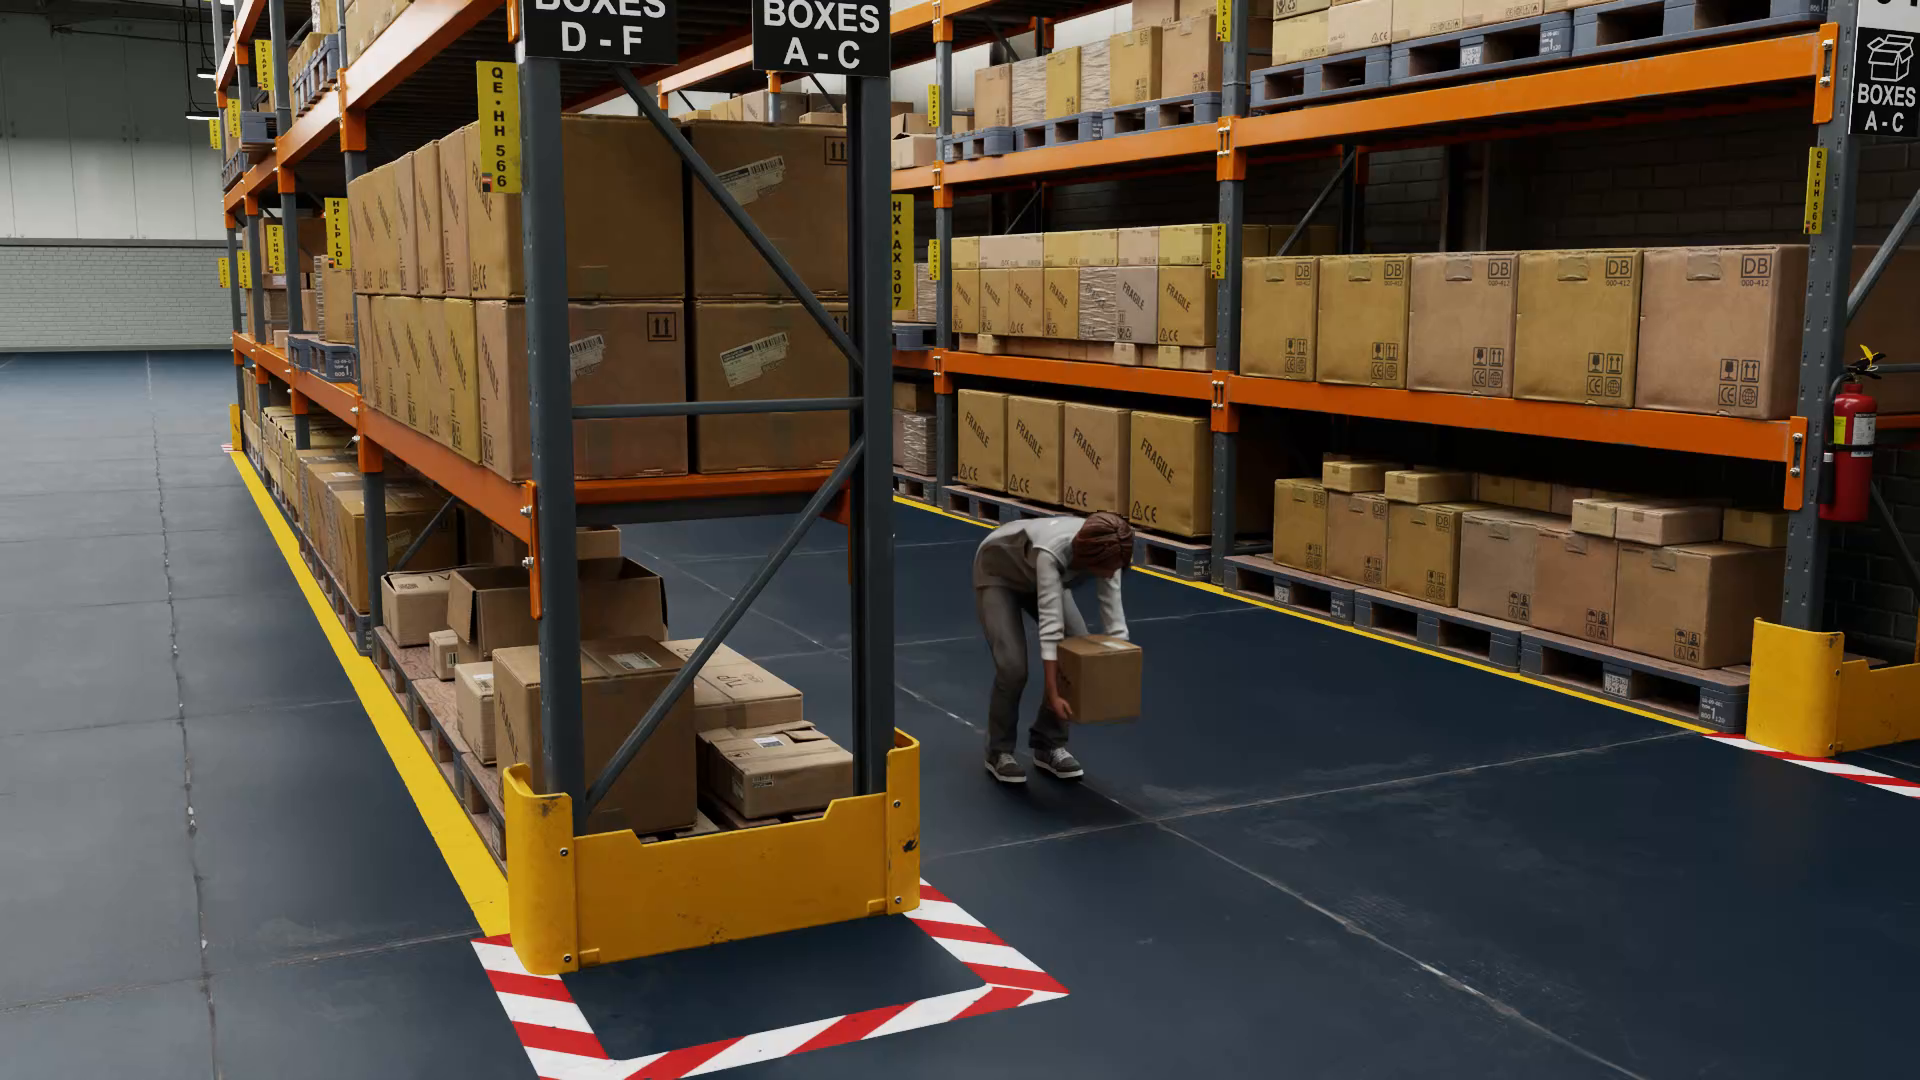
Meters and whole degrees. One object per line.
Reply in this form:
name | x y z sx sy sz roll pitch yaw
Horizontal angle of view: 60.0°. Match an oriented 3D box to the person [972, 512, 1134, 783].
person | 0.347 0.393 6.116 0.405 1.056 0.852 -5 10 -28
